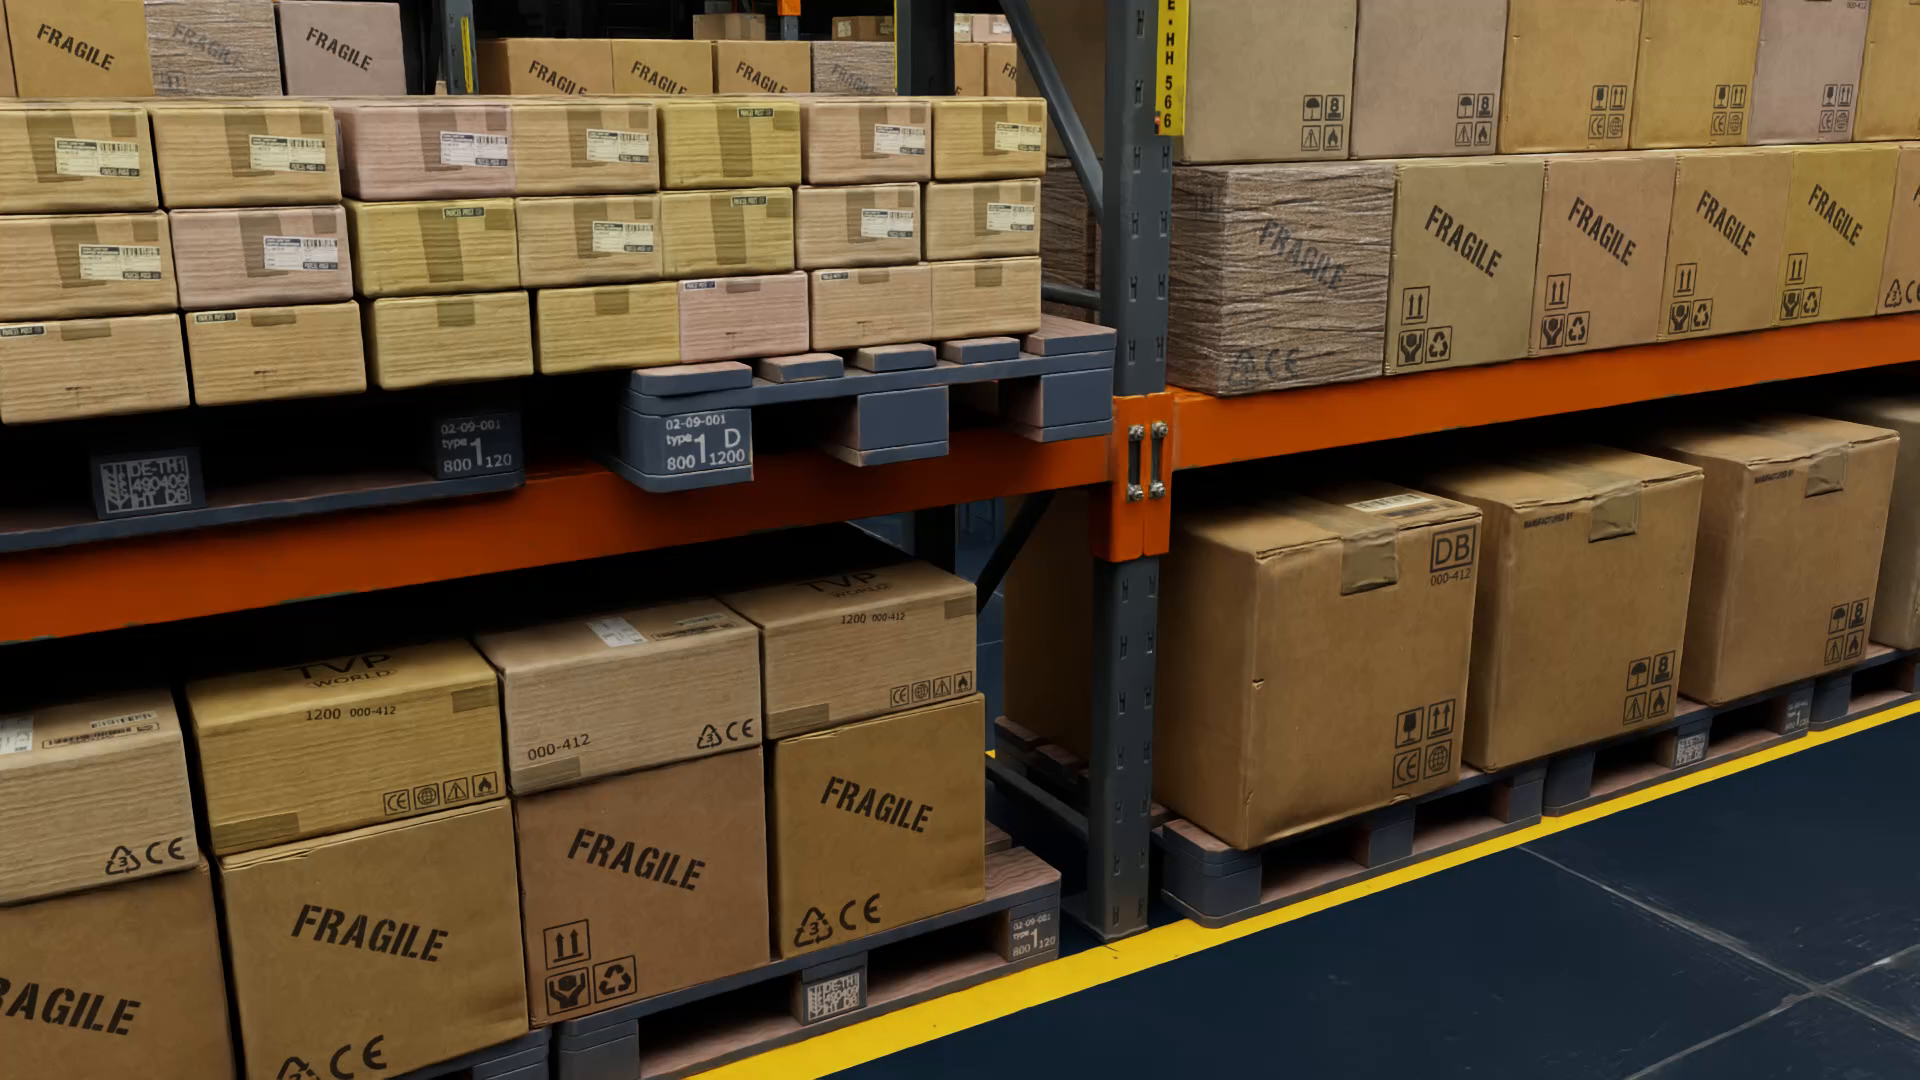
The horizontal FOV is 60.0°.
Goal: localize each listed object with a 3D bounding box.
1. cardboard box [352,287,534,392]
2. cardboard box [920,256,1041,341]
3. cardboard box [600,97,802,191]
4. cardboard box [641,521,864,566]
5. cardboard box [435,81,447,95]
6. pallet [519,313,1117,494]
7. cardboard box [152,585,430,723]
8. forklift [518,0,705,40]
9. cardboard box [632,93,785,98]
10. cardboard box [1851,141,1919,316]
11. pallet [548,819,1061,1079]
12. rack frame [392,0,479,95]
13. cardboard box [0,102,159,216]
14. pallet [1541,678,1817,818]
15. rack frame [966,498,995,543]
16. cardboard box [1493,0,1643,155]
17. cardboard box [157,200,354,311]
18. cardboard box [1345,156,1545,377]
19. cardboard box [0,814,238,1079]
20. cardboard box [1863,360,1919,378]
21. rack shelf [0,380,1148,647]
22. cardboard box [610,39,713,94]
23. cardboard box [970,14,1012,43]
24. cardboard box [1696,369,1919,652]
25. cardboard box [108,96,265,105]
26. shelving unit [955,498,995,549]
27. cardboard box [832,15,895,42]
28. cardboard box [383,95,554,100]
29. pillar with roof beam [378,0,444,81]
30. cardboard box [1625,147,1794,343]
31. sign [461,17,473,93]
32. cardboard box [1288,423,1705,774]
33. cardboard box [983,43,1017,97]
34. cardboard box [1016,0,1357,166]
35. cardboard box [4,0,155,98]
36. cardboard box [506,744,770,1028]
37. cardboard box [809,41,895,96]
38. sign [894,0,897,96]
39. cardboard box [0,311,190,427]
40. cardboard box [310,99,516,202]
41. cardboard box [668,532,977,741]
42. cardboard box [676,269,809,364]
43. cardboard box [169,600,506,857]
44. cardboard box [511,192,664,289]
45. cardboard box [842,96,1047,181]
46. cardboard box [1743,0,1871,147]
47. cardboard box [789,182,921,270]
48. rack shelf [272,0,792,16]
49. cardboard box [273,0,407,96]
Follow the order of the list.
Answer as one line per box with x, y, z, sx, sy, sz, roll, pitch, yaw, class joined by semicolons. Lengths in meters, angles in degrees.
-0.920;-0.368;2.852;0.250;0.149;0.380;-10;19;-32;cardboard box
-0.041;-0.509;3.357;0.250;0.149;0.380;-9;18;-29;cardboard box
-0.480;-0.726;3.027;0.250;0.149;0.380;-9;18;-28;cardboard box
-0.570;0.077;4.042;0.500;0.250;0.500;-10;19;-32;cardboard box
-3.972;-3.337;12.371;0.250;0.149;0.380;-9;18;-29;cardboard box
-0.411;-0.387;3.589;1.003;0.211;1.213;-9;18;-30;pallet
-1.436;0.213;3.555;0.500;0.250;0.500;-9;18;-29;cardboard box
-2.346;-2.672;11.512;1.130;2.935;3.031;-8;17;-26;forklift
-0.579;-0.913;3.696;0.250;0.149;0.380;-10;18;-31;cardboard box
2.831;-1.003;5.244;0.500;0.500;0.500;-9;18;-30;cardboard box
-0.525;0.848;3.994;1.213;0.211;1.003;-9;18;-30;pallet
-2.490;-1.734;8.040;0.127;3.000;1.000;-9;18;-30;rack frame
-1.372;-0.581;2.512;0.250;0.149;0.380;-9;18;-28;cardboard box
1.905;0.479;5.310;1.213;0.211;1.003;-9;18;-30;pallet
0.091;-0.592;7.300;0.006;1.200;0.240;-9;18;-30;rack frame
1.407;-1.335;4.578;0.500;0.500;0.700;-10;18;-31;cardboard box
-1.148;-0.474;2.679;0.250;0.149;0.380;-9;18;-28;cardboard box
1.104;-0.723;4.245;0.500;0.500;0.500;-9;18;-30;cardboard box
-1.619;0.763;2.983;0.500;0.500;0.500;-9;18;-29;cardboard box
4.149;-0.410;6.472;0.875;0.875;0.875;-9;18;-29;cardboard box
-1.569;0.021;3.109;4.000;0.370;1.077;-9;18;-30;rack shelf
-1.543;-2.211;8.226;0.500;0.500;0.500;-8;18;-27;cardboard box
0.075;-2.781;9.057;0.250;0.149;0.380;-10;18;-31;cardboard box
3.088;-0.171;5.853;0.750;0.750;1.050;-9;18;-30;cardboard box
-1.476;-0.768;3.179;0.250;0.149;0.380;-9;18;-28;cardboard box
0.012;-0.580;7.255;0.189;1.200;0.258;-9;18;-30;shelving unit
-0.525;-2.838;9.260;0.250;0.149;0.380;-8;18;-27;cardboard box
-1.019;-0.844;3.447;0.250;0.149;0.380;-10;19;-32;cardboard box
-2.180;-5.165;9.162;0.400;9.000;9.100;-9;18;-30;pillar with roof beam
1.964;-0.861;4.740;0.500;0.500;0.500;-9;18;-30;cardboard box
-2.202;-2.164;7.427;0.005;0.325;0.100;-9;18;-30;sign
1.461;0.092;4.915;0.750;0.750;1.050;-9;18;-29;cardboard box
0.236;-2.497;9.247;0.500;0.500;0.500;-9;18;-29;cardboard box
0.535;-1.193;4.070;0.500;0.500;0.700;-9;18;-30;cardboard box
-3.664;-1.991;6.917;0.500;0.500;0.500;-9;18;-30;cardboard box
-0.731;0.622;3.488;0.500;0.500;0.500;-8;18;-27;cardboard box
-0.658;-2.354;8.736;0.500;0.500;0.500;-10;19;-32;cardboard box
-0.143;-1.289;4.304;0.005;0.325;0.100;-9;18;-30;sign
-1.375;-0.294;2.588;0.250;0.149;0.380;-10;19;-32;cardboard box
-0.916;-0.656;2.777;0.250;0.149;0.380;-9;18;-30;cardboard box
-0.306;0.193;3.628;0.500;0.250;0.500;-10;18;-31;cardboard box
-0.475;-0.440;3.108;0.250;0.149;0.380;-9;18;-29;cardboard box
-1.177;0.333;3.130;0.500;0.250;0.500;-9;18;-28;cardboard box
-0.710;-0.544;2.930;0.250;0.149;0.380;-9;18;-30;cardboard box
-0.039;-0.797;3.280;0.250;0.149;0.380;-10;19;-32;cardboard box
2.278;-1.476;5.081;0.500;0.500;0.700;-9;18;-29;cardboard box
-0.271;-0.616;3.187;0.250;0.149;0.380;-8;18;-28;cardboard box
-3.336;-4.258;12.819;4.000;0.370;1.077;-9;18;-30;rack shelf
-2.799;-2.132;7.419;0.500;0.500;0.500;-10;18;-31;cardboard box
